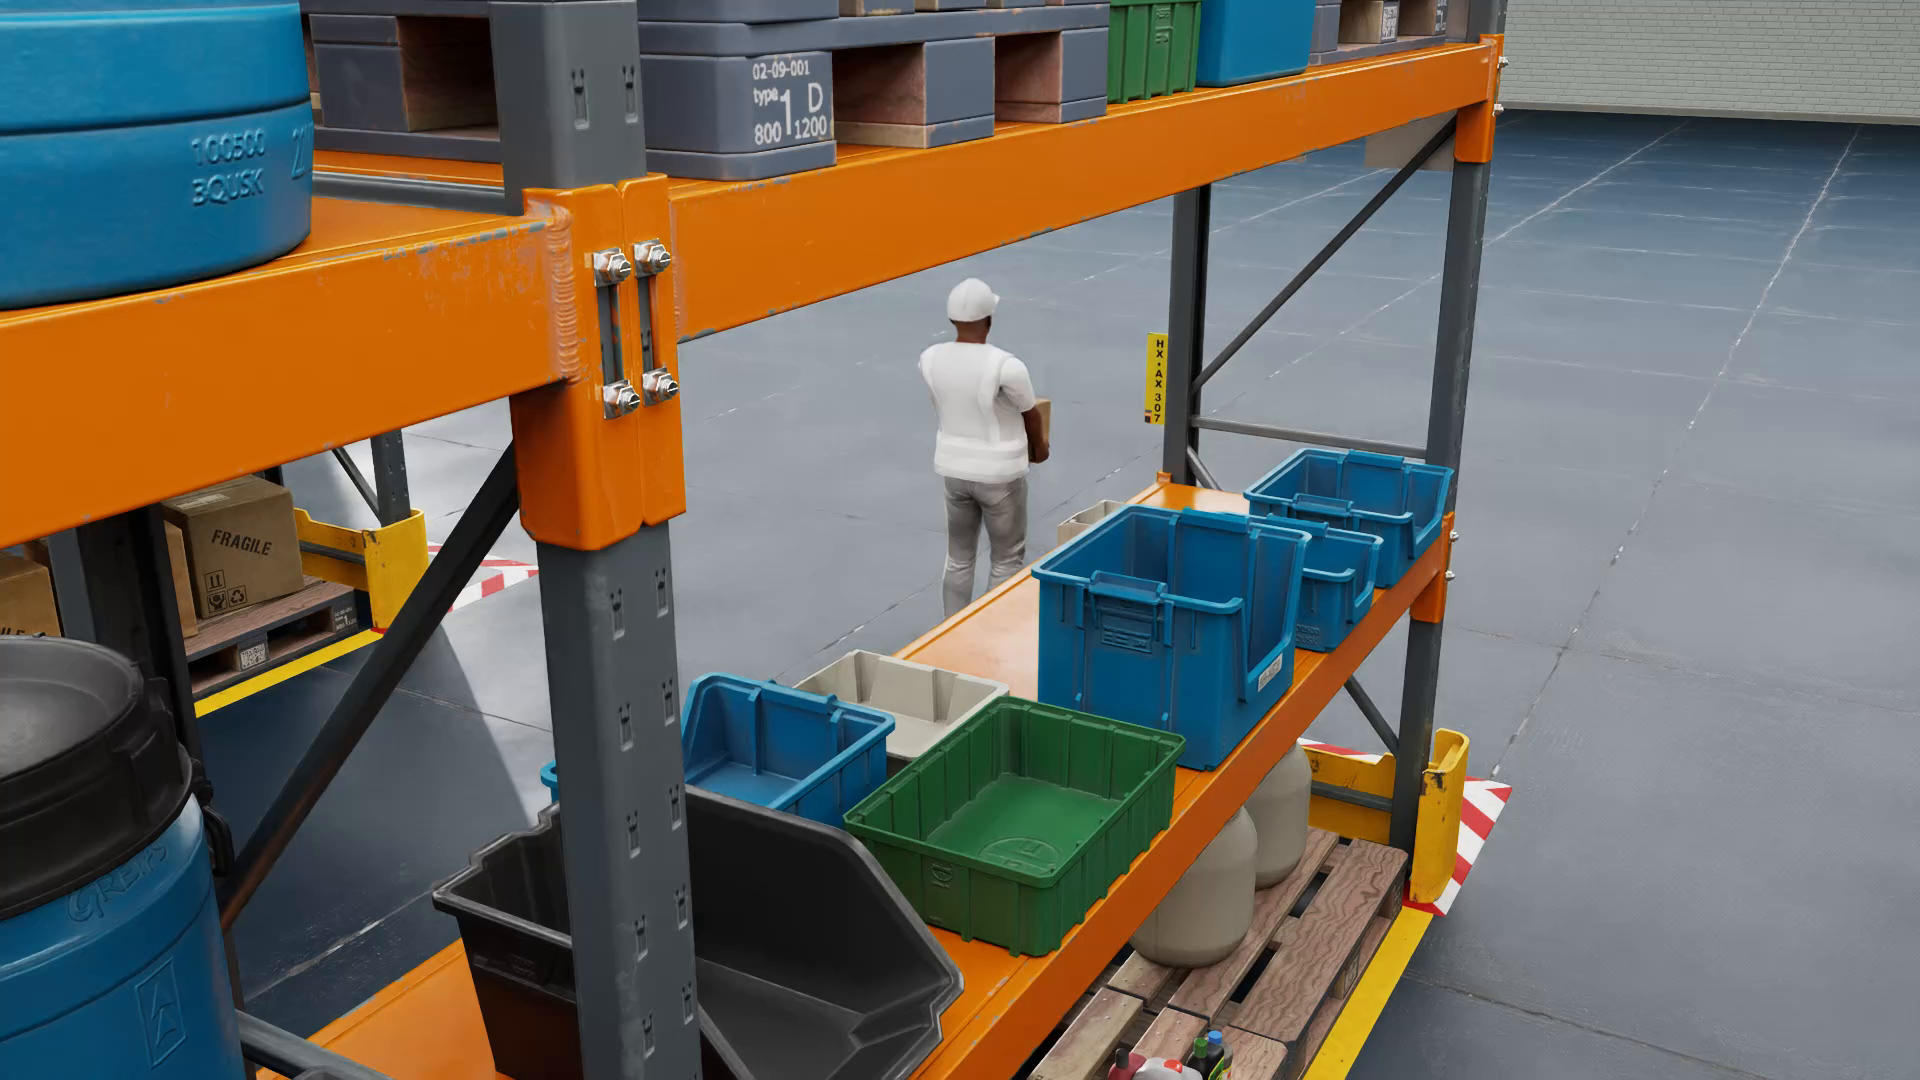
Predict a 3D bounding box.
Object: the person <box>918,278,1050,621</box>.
[{"bbox_3d":[0.133,-0.319,7.452,0.503,1.760,0.577,11,22,28],"label":"person"}]
